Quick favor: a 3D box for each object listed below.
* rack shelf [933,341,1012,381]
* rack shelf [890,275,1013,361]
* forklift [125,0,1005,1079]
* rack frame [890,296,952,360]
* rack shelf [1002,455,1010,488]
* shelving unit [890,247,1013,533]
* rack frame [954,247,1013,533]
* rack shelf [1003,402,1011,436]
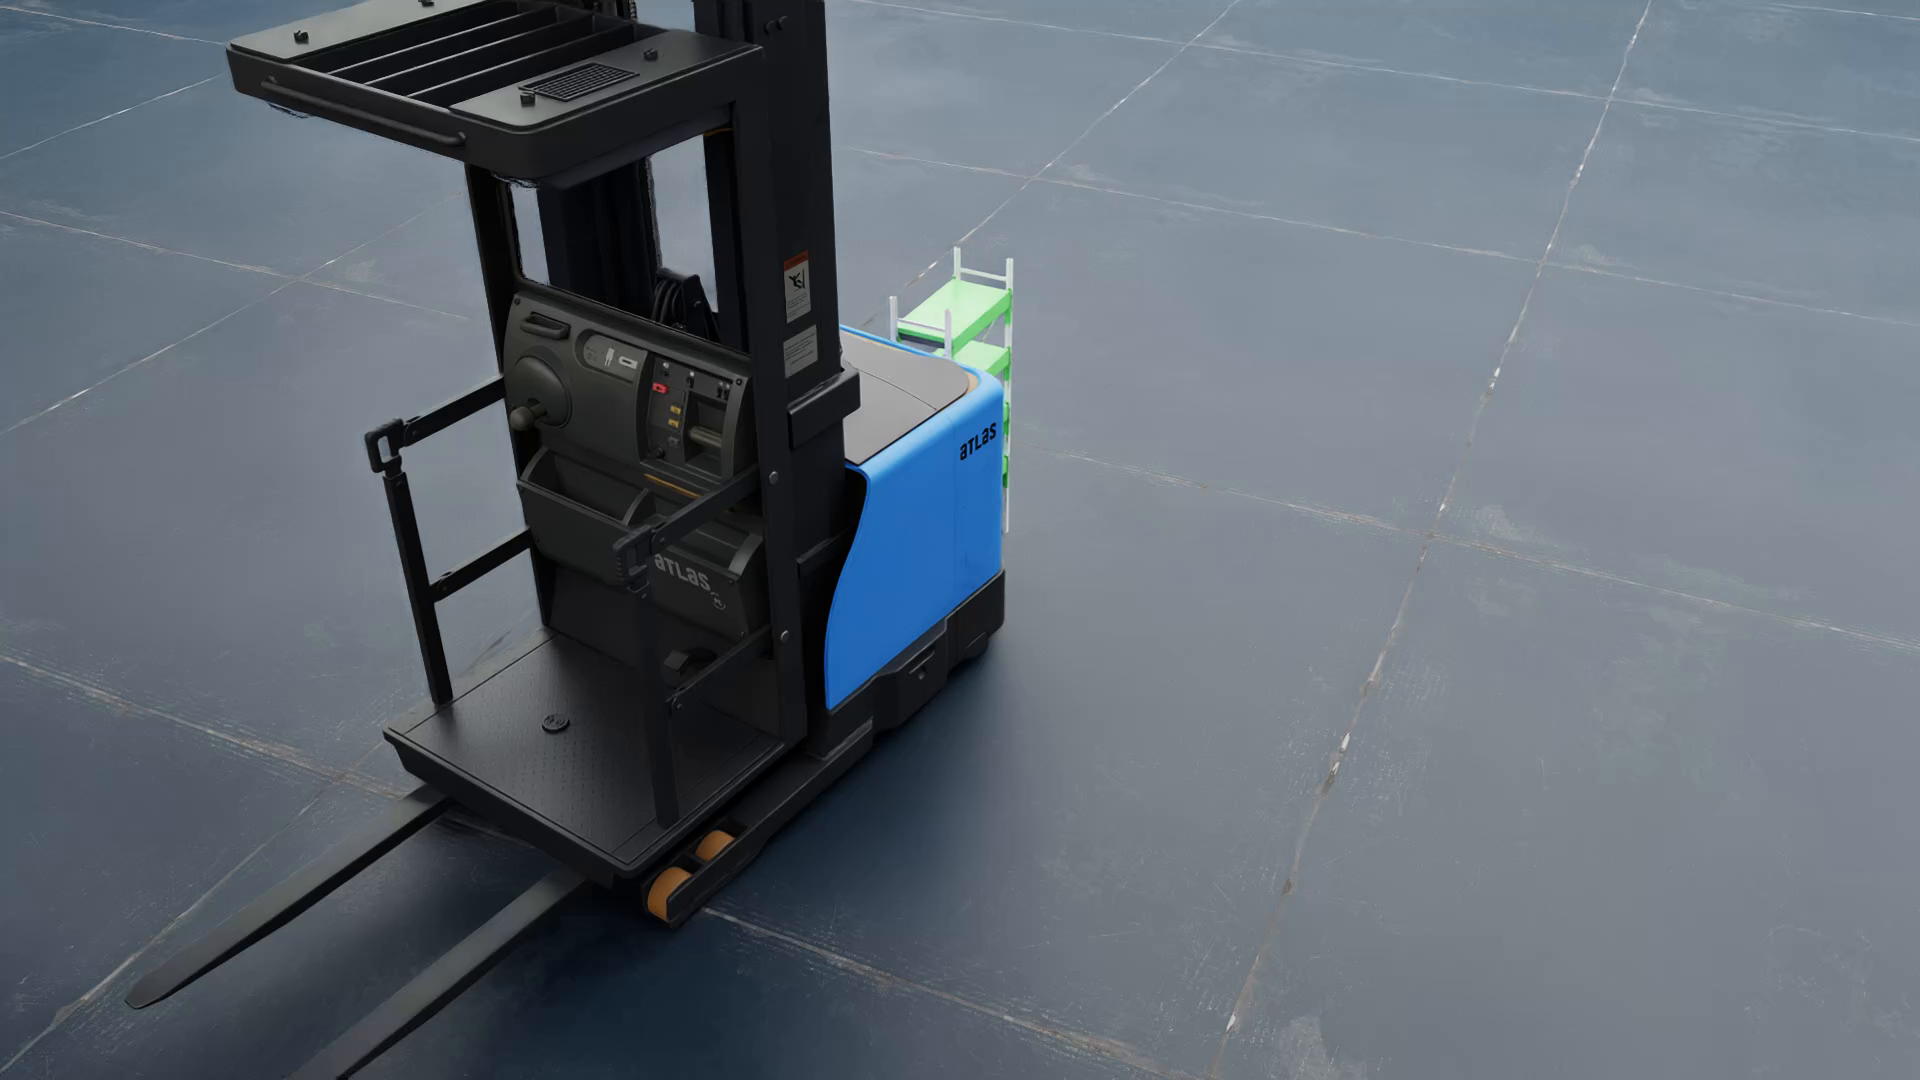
[{"bbox_3d":[-0.026,-0.591,6.236,0.258,0.148,0.480,16,36,23],"label":"rack shelf"},{"bbox_3d":[-0.026,-0.792,6.105,0.258,0.148,0.480,16,36,23],"label":"rack shelf"},{"bbox_3d":[-1.098,-0.377,4.652,1.130,2.935,3.031,21,39,29],"label":"forklift"},{"bbox_3d":[-0.138,-0.325,6.152,0.240,1.200,0.015,16,36,23],"label":"rack frame"},{"bbox_3d":[-0.026,-0.190,6.500,0.258,0.148,0.480,16,36,23],"label":"rack shelf"},{"bbox_3d":[-0.026,-0.444,6.333,0.258,1.200,0.503,16,36,23],"label":"shelving unit"},{"bbox_3d":[0.086,-0.563,6.514,0.240,1.200,0.015,16,36,23],"label":"rack frame"},{"bbox_3d":[-0.026,-0.391,6.368,0.258,0.148,0.480,16,36,23],"label":"rack shelf"}]
